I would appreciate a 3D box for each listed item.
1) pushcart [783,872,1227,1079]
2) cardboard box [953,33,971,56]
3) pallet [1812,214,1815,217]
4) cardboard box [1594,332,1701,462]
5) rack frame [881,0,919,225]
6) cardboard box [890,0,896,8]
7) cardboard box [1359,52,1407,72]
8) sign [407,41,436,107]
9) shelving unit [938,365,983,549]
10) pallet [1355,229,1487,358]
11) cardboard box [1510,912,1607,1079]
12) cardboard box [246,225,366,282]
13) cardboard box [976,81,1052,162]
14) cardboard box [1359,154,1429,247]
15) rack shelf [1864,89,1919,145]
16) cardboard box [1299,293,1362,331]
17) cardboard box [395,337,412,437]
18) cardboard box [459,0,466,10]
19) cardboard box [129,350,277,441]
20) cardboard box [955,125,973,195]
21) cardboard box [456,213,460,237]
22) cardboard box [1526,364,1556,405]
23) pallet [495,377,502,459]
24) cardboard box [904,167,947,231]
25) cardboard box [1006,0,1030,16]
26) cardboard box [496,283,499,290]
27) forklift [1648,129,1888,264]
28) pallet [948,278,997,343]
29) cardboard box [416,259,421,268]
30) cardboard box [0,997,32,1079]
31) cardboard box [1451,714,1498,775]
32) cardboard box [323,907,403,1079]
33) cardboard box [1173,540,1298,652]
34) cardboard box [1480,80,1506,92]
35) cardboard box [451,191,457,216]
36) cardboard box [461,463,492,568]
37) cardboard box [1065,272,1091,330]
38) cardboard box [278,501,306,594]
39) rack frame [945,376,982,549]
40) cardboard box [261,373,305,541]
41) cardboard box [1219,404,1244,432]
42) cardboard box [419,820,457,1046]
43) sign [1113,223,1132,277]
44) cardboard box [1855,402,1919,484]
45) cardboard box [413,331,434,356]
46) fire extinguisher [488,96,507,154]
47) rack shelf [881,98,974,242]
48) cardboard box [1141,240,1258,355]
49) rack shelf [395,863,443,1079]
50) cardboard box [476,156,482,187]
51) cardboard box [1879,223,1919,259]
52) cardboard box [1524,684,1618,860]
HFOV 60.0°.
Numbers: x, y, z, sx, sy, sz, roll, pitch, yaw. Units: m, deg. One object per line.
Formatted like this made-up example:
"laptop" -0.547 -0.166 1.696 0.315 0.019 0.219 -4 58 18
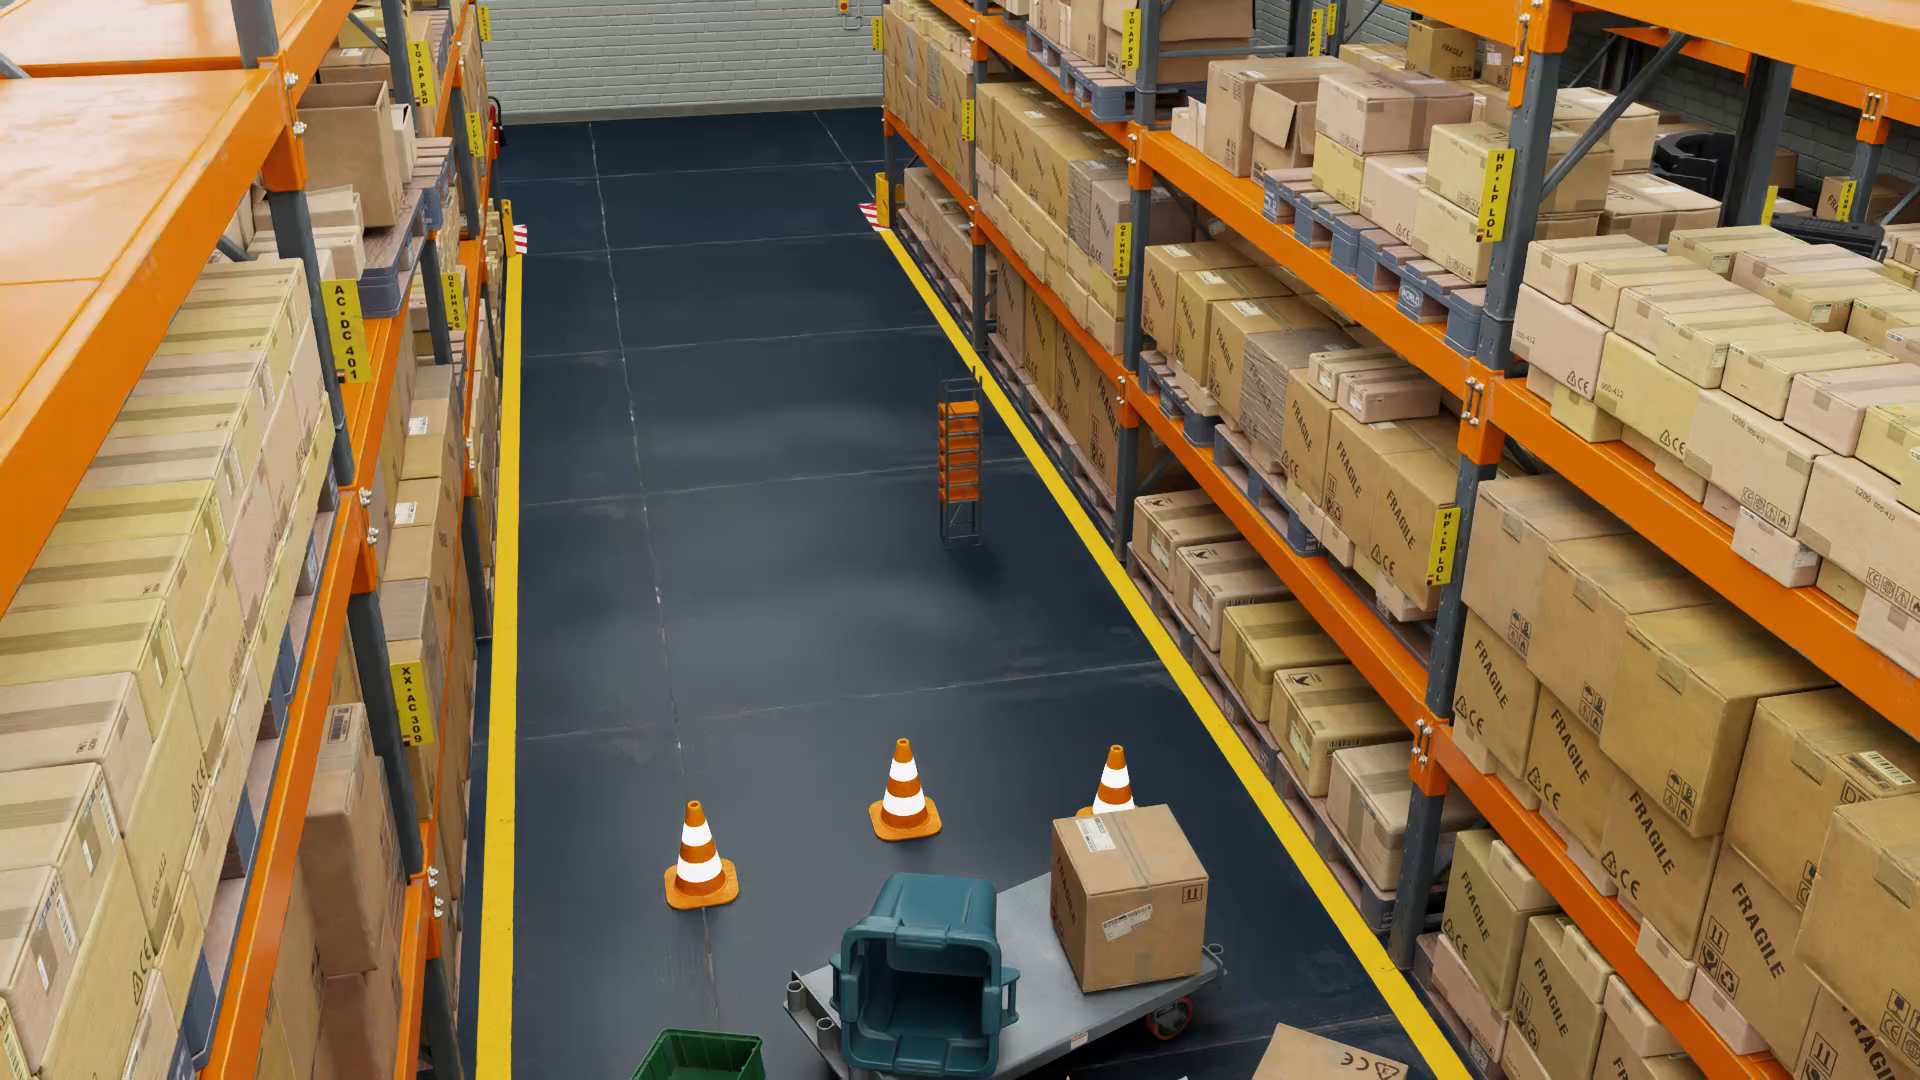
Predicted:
"pushcart" 0.198 1.911 6.892 1.648 0.377 0.936 -16 31 -29
"cardboard box" 0.151 -4.255 14.257 0.380 0.149 0.250 -6 27 -12
"pallet" 5.899 -2.542 13.018 1.003 0.211 1.213 -6 27 -12
"cardboard box" 2.366 -0.472 5.209 0.500 0.250 0.500 -6 27 -12
"rack frame" -0.296 -4.781 17.240 1.000 3.000 0.127 -6 27 -12
"cardboard box" -0.486 -5.378 16.482 0.380 0.149 0.250 -5 27 -11
"cardboard box" 4.492 -4.905 17.321 0.500 0.250 0.500 -6 27 -11
"sign" -2.751 -2.380 8.492 0.100 0.325 0.005 -6 27 -12
"shelving unit" 0.003 -0.529 10.814 0.258 1.200 0.189 -6 27 -12
"pallet" 2.373 -1.050 6.728 1.213 0.211 1.003 -6 27 -12
"cardboard box" 2.410 1.712 6.128 0.500 0.500 0.500 -5 27 -10
"cardboard box" -2.454 -1.067 6.254 0.380 0.149 0.250 -6 27 -12
"cardboard box" 0.424 -3.294 13.073 0.500 0.500 0.500 -6 27 -11
"cardboard box" 2.026 -1.437 6.986 0.500 0.250 0.500 -6 27 -11
"rack shelf" 6.792 -1.915 9.030 1.077 0.370 4.000 -6 27 -12
"cardboard box" 2.122 -1.015 8.872 0.500 0.500 0.500 -8 28 -15
"cardboard box" -3.087 -0.793 8.118 0.700 0.500 0.500 -6 27 -12
"cardboard box" -4.262 -4.430 13.382 0.500 0.250 0.500 -5 27 -9
"cardboard box" -1.830 -0.322 3.893 0.380 0.149 0.250 -5 27 -11
"cardboard box" 0.252 -3.247 14.090 0.500 0.500 0.500 -6 27 -11
"cardboard box" -3.853 -2.285 12.108 0.380 0.149 0.250 -6 27 -11
"cardboard box" 2.238 -0.577 5.860 0.380 0.149 0.250 -6 27 -12
"pallet" -4.018 -0.892 12.629 1.003 0.211 1.213 -6 27 -12
"cardboard box" -0.050 -3.545 17.169 0.875 0.438 0.875 -7 28 -13
"cardboard box" 0.549 -3.856 11.872 0.380 0.166 0.250 -8 28 -15
"cardboard box" -4.413 -2.377 15.175 0.380 0.149 0.250 -5 27 -11
"forklift" 4.268 -0.650 9.132 3.031 2.935 1.130 15 31 28
"pallet" 0.510 -2.122 15.066 1.003 0.211 1.213 -6 27 -12
"cardboard box" -3.382 -1.628 10.145 0.380 0.149 0.250 -7 28 -14
"cardboard box" -1.311 0.686 1.896 0.380 0.149 0.250 -6 27 -11
"cardboard box" 2.167 0.770 6.521 0.380 0.149 0.250 -6 27 -12
"cardboard box" -2.151 1.367 4.893 0.875 0.550 0.550 -6 27 -12
"cardboard box" 1.798 0.289 9.646 0.950 0.372 0.625 -6 27 -13
"cardboard box" 5.358 -4.288 16.099 0.500 0.250 0.500 -5 27 -10
"cardboard box" -3.852 -2.416 12.037 0.380 0.149 0.250 -6 27 -11
"cardboard box" -3.204 -0.130 10.333 0.500 0.500 0.500 -7 28 -14
"cardboard box" 1.009 -1.620 11.145 0.500 0.250 0.500 -5 27 -11
"cardboard box" -1.824 0.038 4.064 0.380 0.149 0.250 -6 27 -11
"rack frame" 0.024 -0.489 10.734 0.240 1.200 0.006 -6 27 -12
"cardboard box" -1.917 -0.191 4.076 0.500 0.250 0.500 -6 27 -12
"cardboard box" 1.619 -0.710 8.987 0.380 0.149 0.250 -4 27 -9
"cardboard box" -2.619 1.587 6.653 1.050 0.750 0.750 -6 27 -12
"sign" 0.967 -1.728 9.906 0.100 0.325 0.005 -6 27 -12
"cardboard box" 2.592 -0.250 4.329 0.380 0.149 0.250 -5 27 -11
"cardboard box" -3.207 -1.163 9.554 0.380 0.149 0.250 -5 27 -9
"fire extinguisher" -4.703 -4.191 16.570 0.296 0.674 0.183 -6 27 -12
"rack shelf" 0.154 -3.582 15.663 1.077 0.370 4.000 -6 27 -12
"cardboard box" 1.382 -1.413 9.660 0.500 0.500 0.500 -7 28 -13
"rack shelf" -1.941 2.233 4.142 1.077 0.370 4.000 -6 27 -12
"cardboard box" -4.179 -3.115 13.498 0.500 0.500 0.500 -6 27 -12
"cardboard box" 6.127 -1.939 10.779 0.380 0.149 0.250 -5 27 -10
"cardboard box" 2.371 0.749 5.843 0.500 0.500 0.500 -6 27 -12
